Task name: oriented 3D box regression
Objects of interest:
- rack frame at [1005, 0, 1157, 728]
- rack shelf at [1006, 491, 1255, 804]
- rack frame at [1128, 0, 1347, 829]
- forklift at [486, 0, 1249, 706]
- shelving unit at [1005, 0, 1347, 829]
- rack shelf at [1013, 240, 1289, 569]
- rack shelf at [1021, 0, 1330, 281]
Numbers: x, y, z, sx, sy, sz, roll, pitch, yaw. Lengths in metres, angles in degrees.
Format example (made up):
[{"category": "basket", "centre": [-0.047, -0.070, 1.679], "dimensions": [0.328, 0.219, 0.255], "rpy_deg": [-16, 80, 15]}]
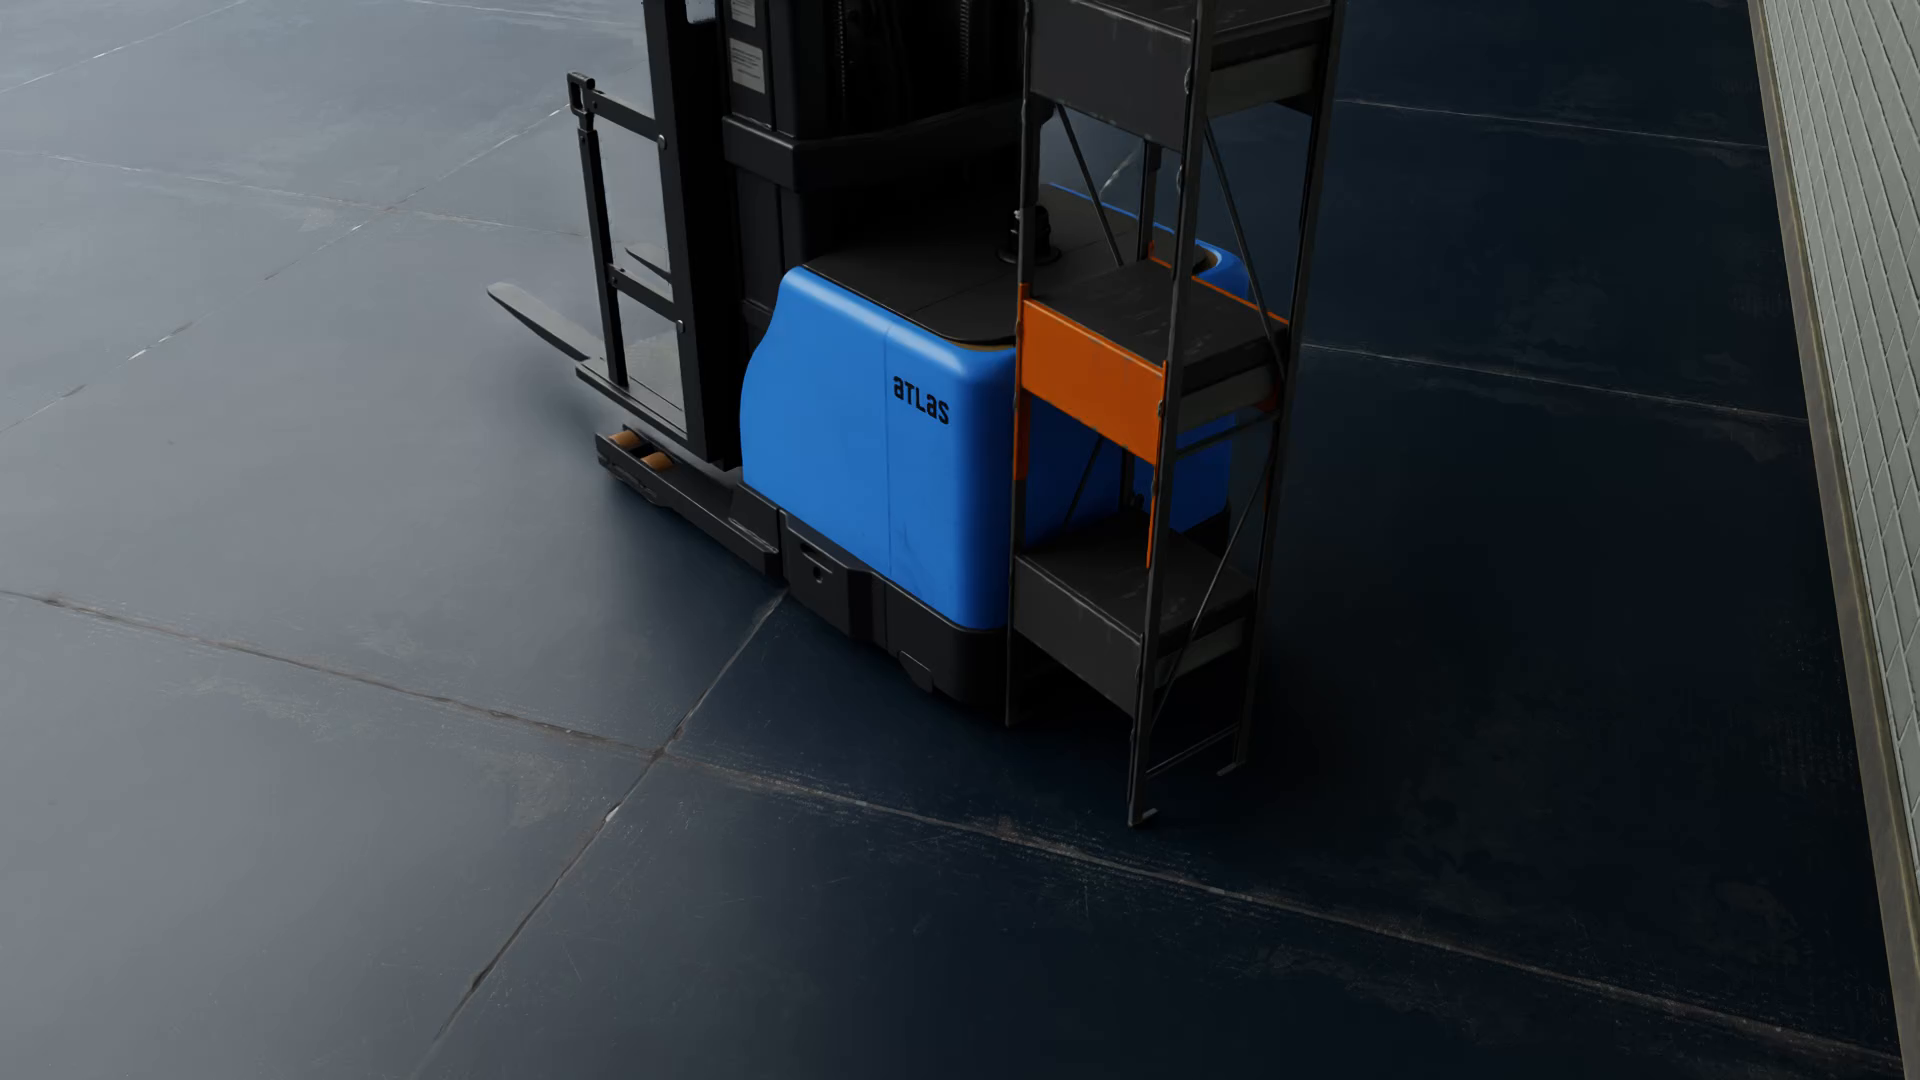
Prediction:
[{"category": "rack frame", "centre": [0.291, -0.442, 3.988], "dimensions": [0.400, 2.100, 0.015], "rpy_deg": [-23, 40, -31]}, {"category": "rack shelf", "centre": [0.435, 0.261, 4.220], "dimensions": [0.431, 0.518, 0.480], "rpy_deg": [-23, 40, -31]}, {"category": "rack frame", "centre": [0.589, -0.228, 3.666], "dimensions": [0.400, 2.100, 0.015], "rpy_deg": [-23, 40, -31]}, {"category": "forklift", "centre": [-0.557, -1.510, 4.886], "dimensions": [1.130, 2.935, 3.031], "rpy_deg": [-25, 41, -34]}, {"category": "shelving unit", "centre": [0.440, -0.335, 3.827], "dimensions": [0.431, 2.100, 0.503], "rpy_deg": [-23, 40, -31]}, {"category": "rack shelf", "centre": [0.440, -0.323, 3.835], "dimensions": [0.431, 0.518, 0.480], "rpy_deg": [-23, 40, -31]}, {"category": "rack shelf", "centre": [0.445, -0.908, 3.450], "dimensions": [0.431, 0.518, 0.480], "rpy_deg": [-23, 40, -31]}]
